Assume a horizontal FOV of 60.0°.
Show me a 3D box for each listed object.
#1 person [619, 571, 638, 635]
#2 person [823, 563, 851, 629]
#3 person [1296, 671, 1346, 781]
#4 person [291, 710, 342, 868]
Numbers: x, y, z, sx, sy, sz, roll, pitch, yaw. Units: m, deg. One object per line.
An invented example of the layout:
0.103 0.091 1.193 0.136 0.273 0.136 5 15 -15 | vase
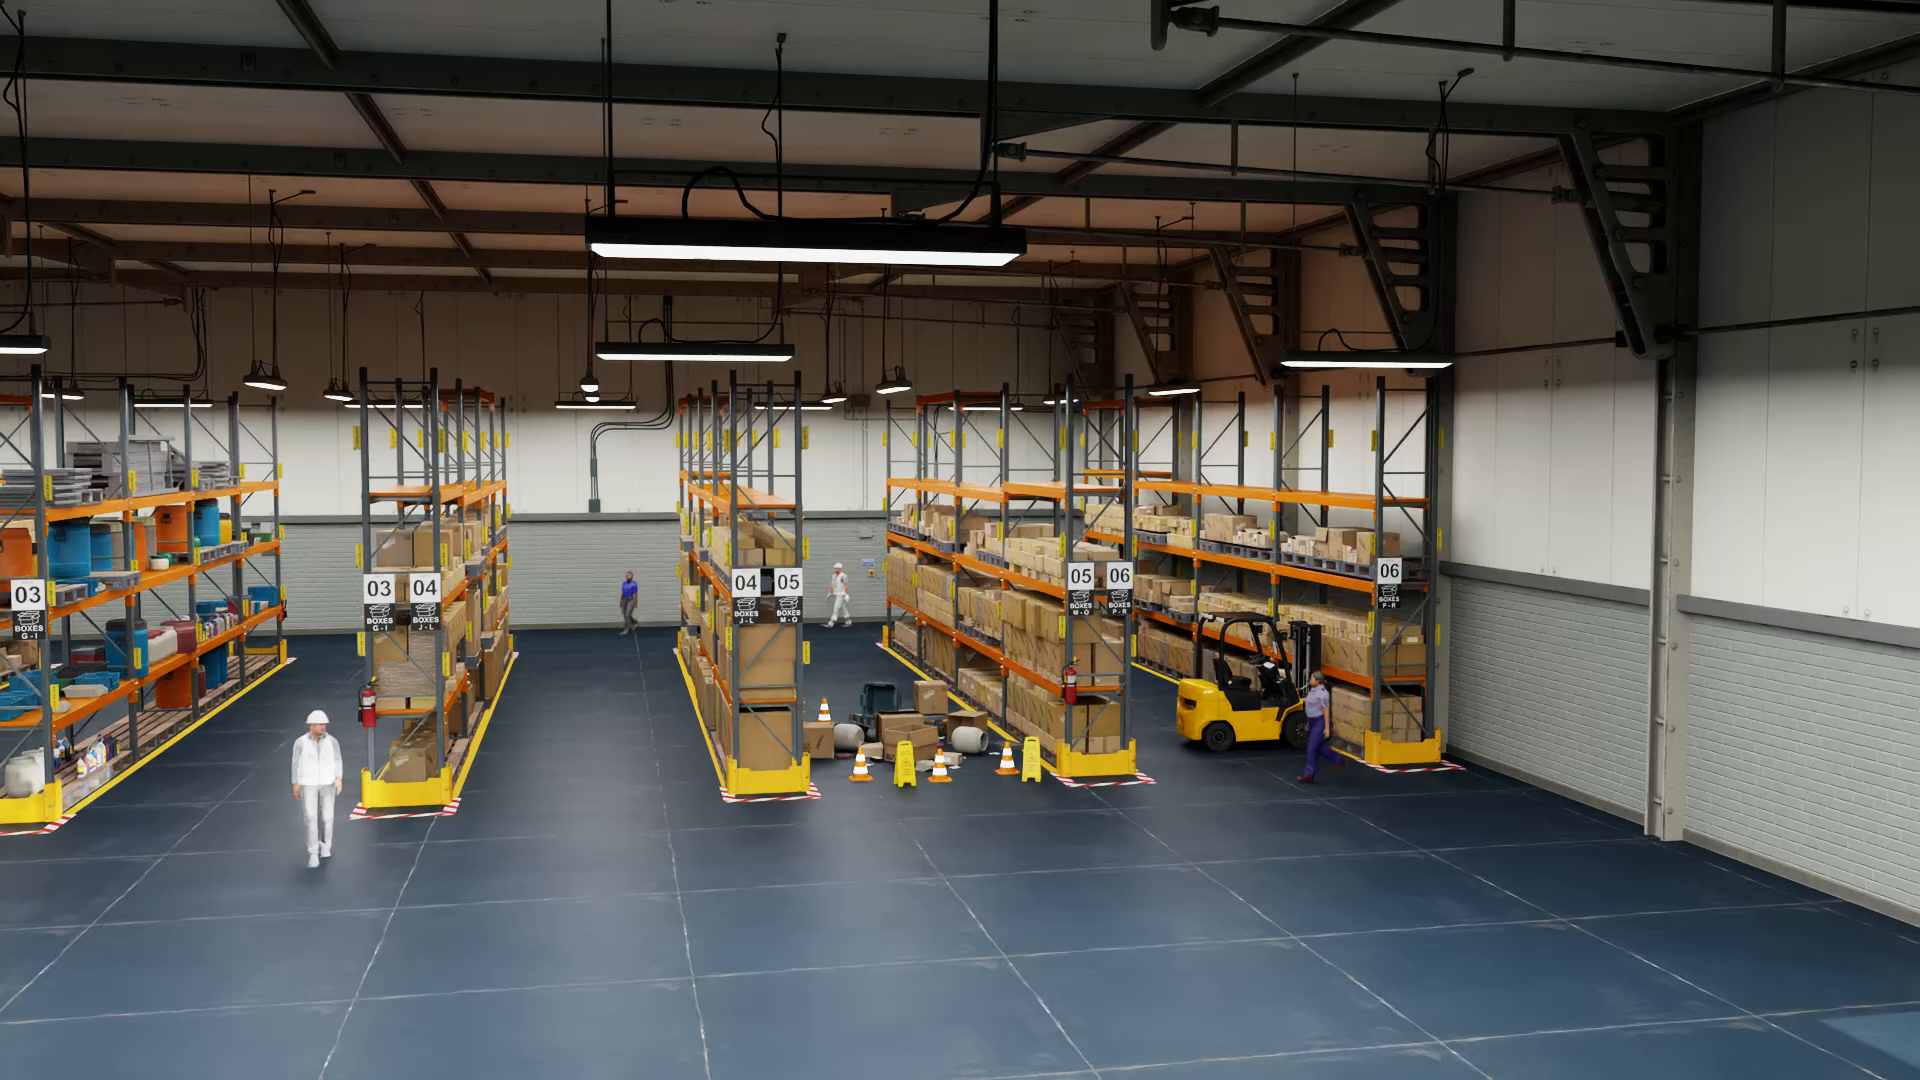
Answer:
-8.546 1.618 43.076 0.447 1.632 0.818 2 4 28 | person
-3.289 1.484 44.296 0.928 1.754 0.576 -2 4 -36 | person
5.348 2.723 24.570 0.917 1.606 0.501 -1 4 -19 | person
-7.626 2.950 19.835 0.561 1.789 0.675 -2 4 -33 | person
